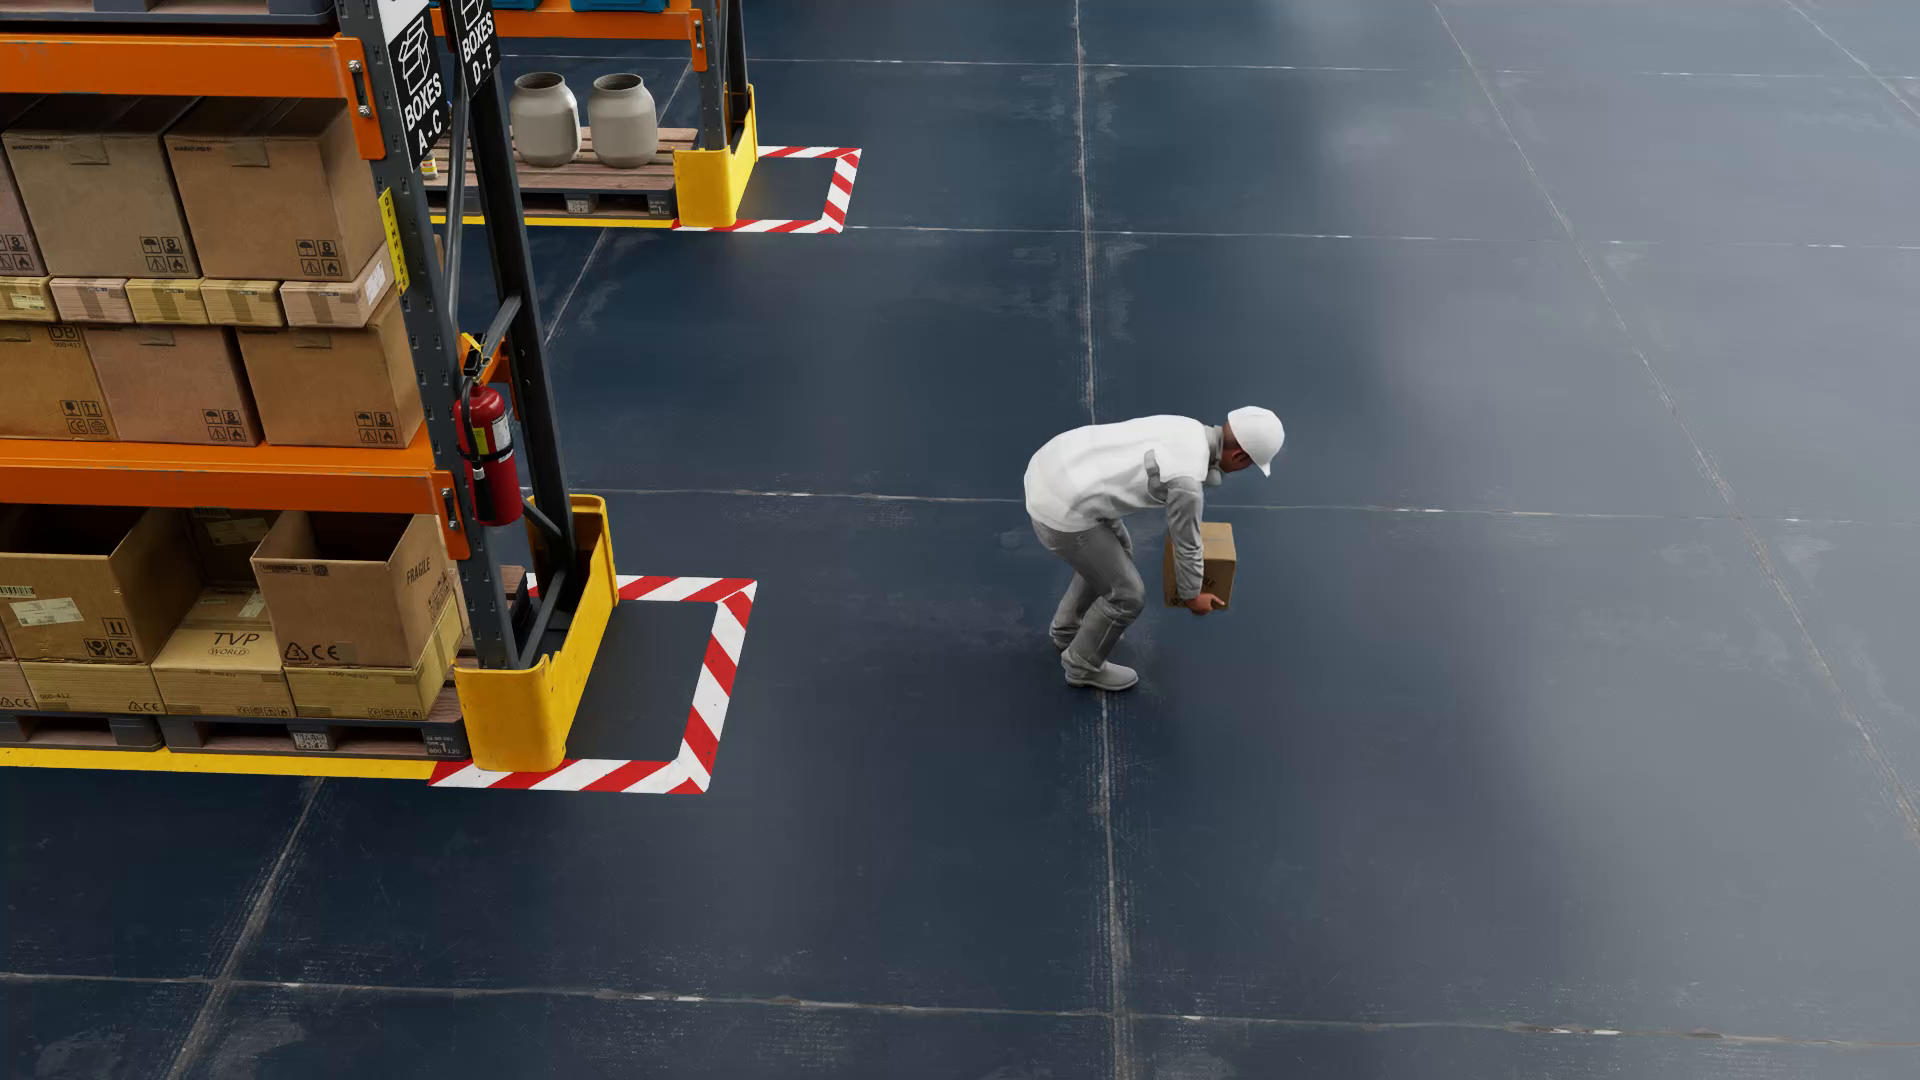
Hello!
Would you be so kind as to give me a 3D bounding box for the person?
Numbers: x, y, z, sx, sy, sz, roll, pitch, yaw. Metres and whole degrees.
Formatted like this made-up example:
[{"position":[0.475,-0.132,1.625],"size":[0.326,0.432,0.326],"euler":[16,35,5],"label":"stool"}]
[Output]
[{"position":[0.737,0.010,6.581],"size":[0.975,1.228,0.473],"euler":[0,35,0],"label":"person"}]
